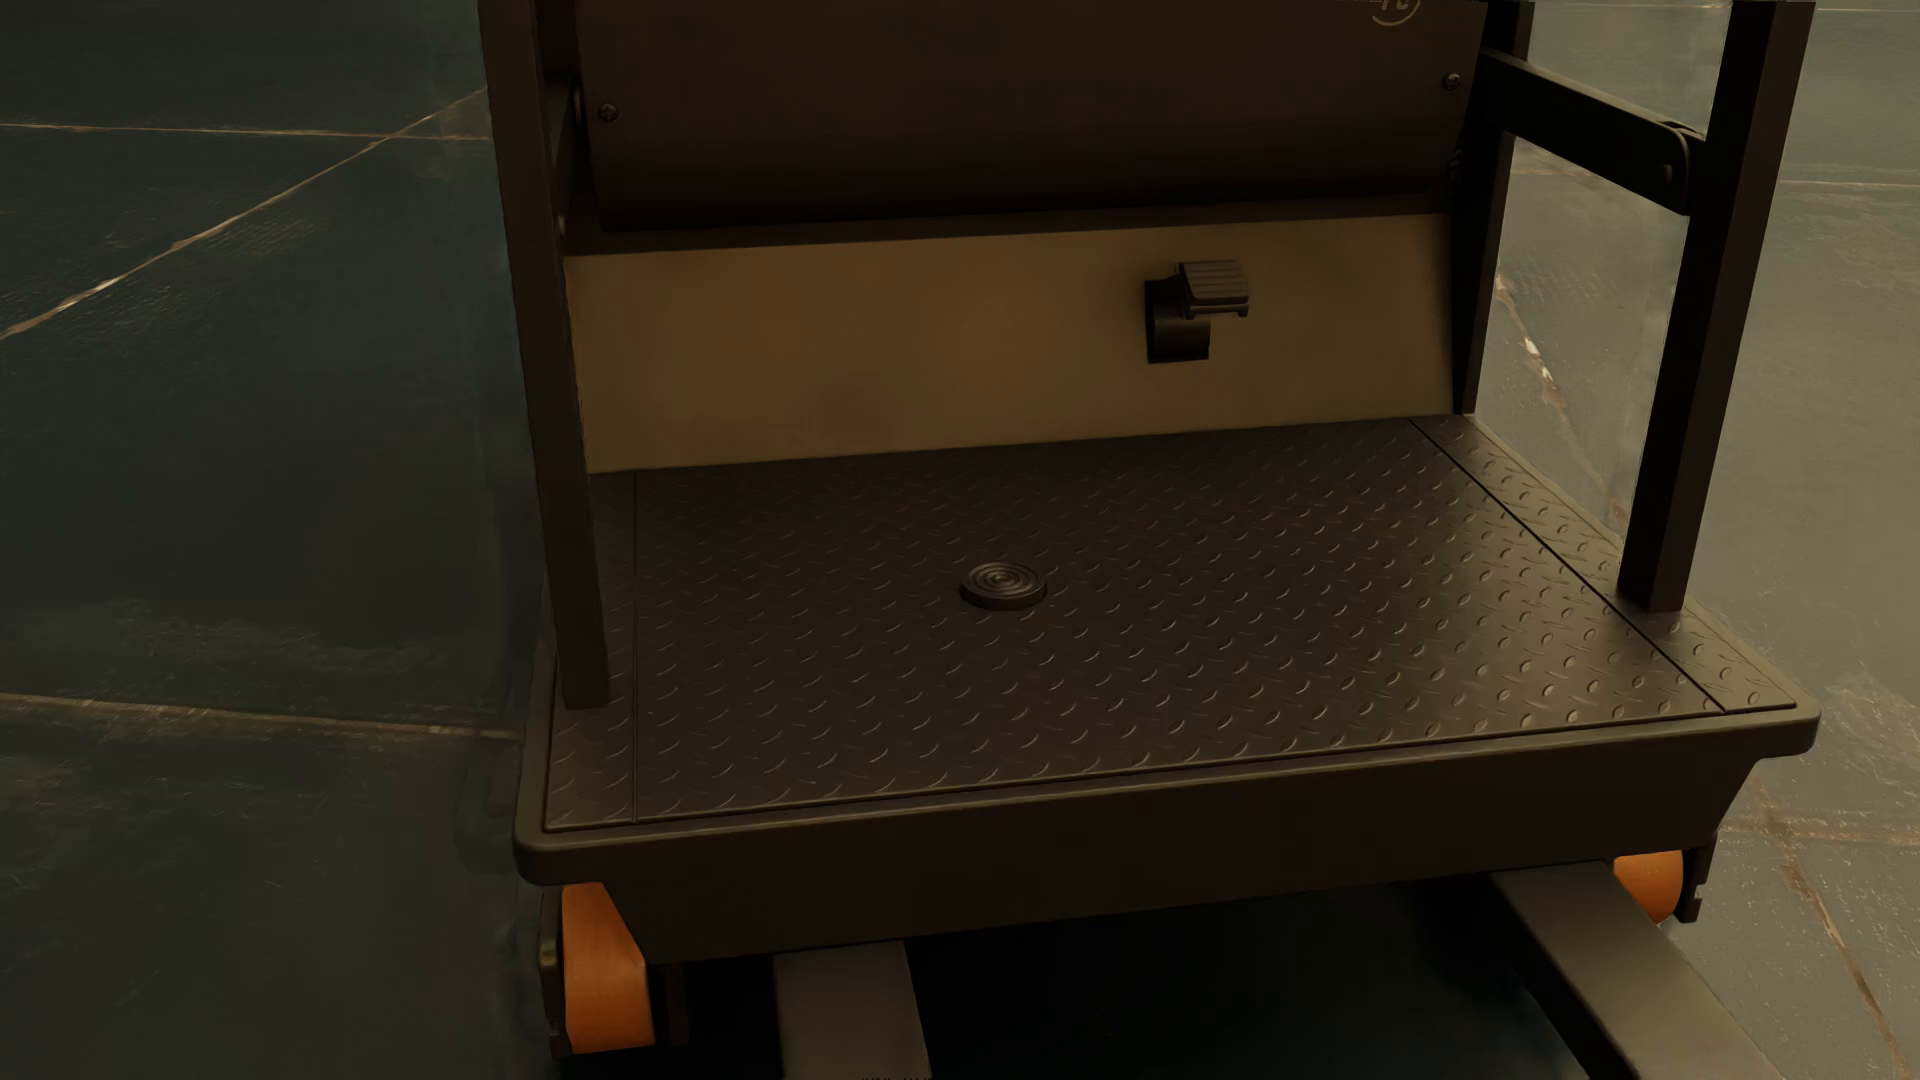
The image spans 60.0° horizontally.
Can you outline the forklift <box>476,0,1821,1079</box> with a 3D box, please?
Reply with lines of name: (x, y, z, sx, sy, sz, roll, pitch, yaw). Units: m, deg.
forklift: (0.121, -1.011, 1.244, 1.130, 2.935, 3.031, -4, 27, -9)
